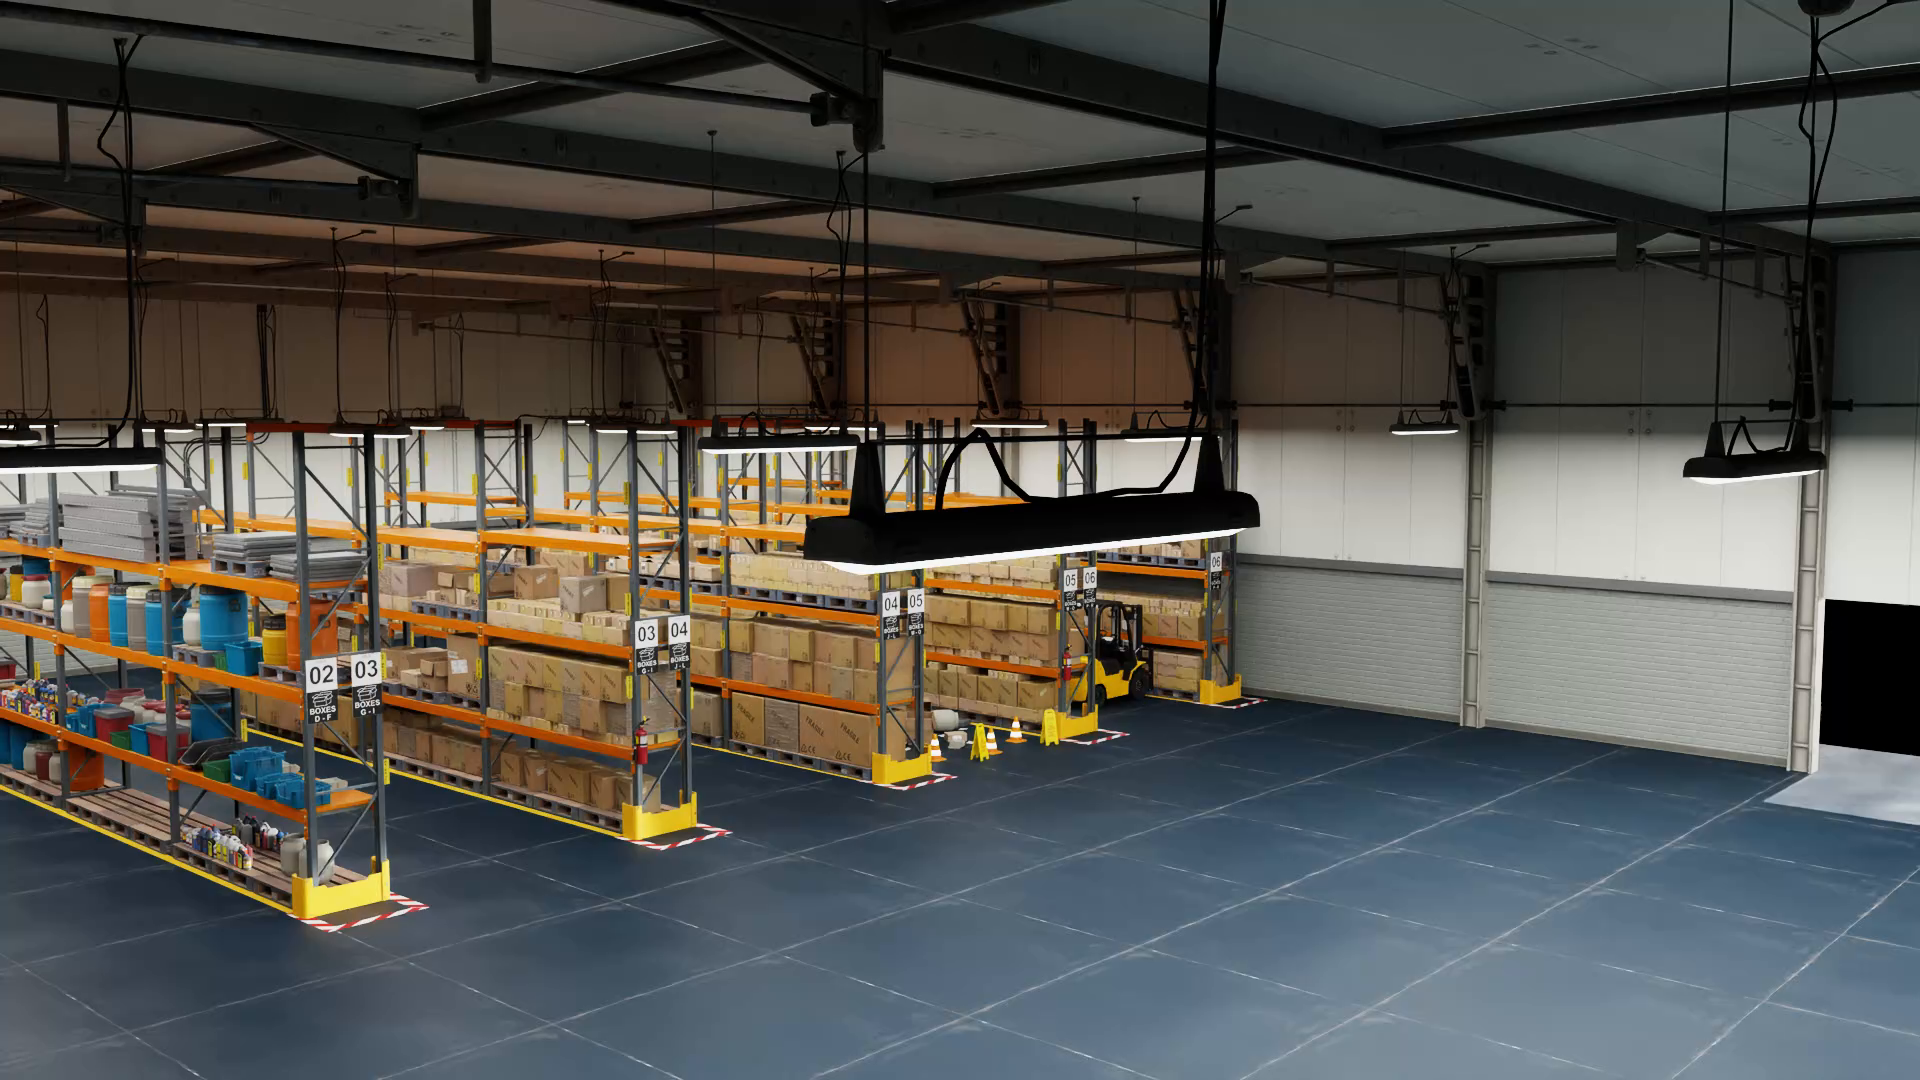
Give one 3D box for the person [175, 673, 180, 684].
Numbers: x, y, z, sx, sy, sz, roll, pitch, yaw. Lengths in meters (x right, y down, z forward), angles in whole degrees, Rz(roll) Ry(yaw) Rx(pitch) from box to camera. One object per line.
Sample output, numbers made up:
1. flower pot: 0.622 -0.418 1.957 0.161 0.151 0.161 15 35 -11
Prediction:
1. person: -17.854 2.404 37.693 0.510 1.827 0.608 2 5 26
